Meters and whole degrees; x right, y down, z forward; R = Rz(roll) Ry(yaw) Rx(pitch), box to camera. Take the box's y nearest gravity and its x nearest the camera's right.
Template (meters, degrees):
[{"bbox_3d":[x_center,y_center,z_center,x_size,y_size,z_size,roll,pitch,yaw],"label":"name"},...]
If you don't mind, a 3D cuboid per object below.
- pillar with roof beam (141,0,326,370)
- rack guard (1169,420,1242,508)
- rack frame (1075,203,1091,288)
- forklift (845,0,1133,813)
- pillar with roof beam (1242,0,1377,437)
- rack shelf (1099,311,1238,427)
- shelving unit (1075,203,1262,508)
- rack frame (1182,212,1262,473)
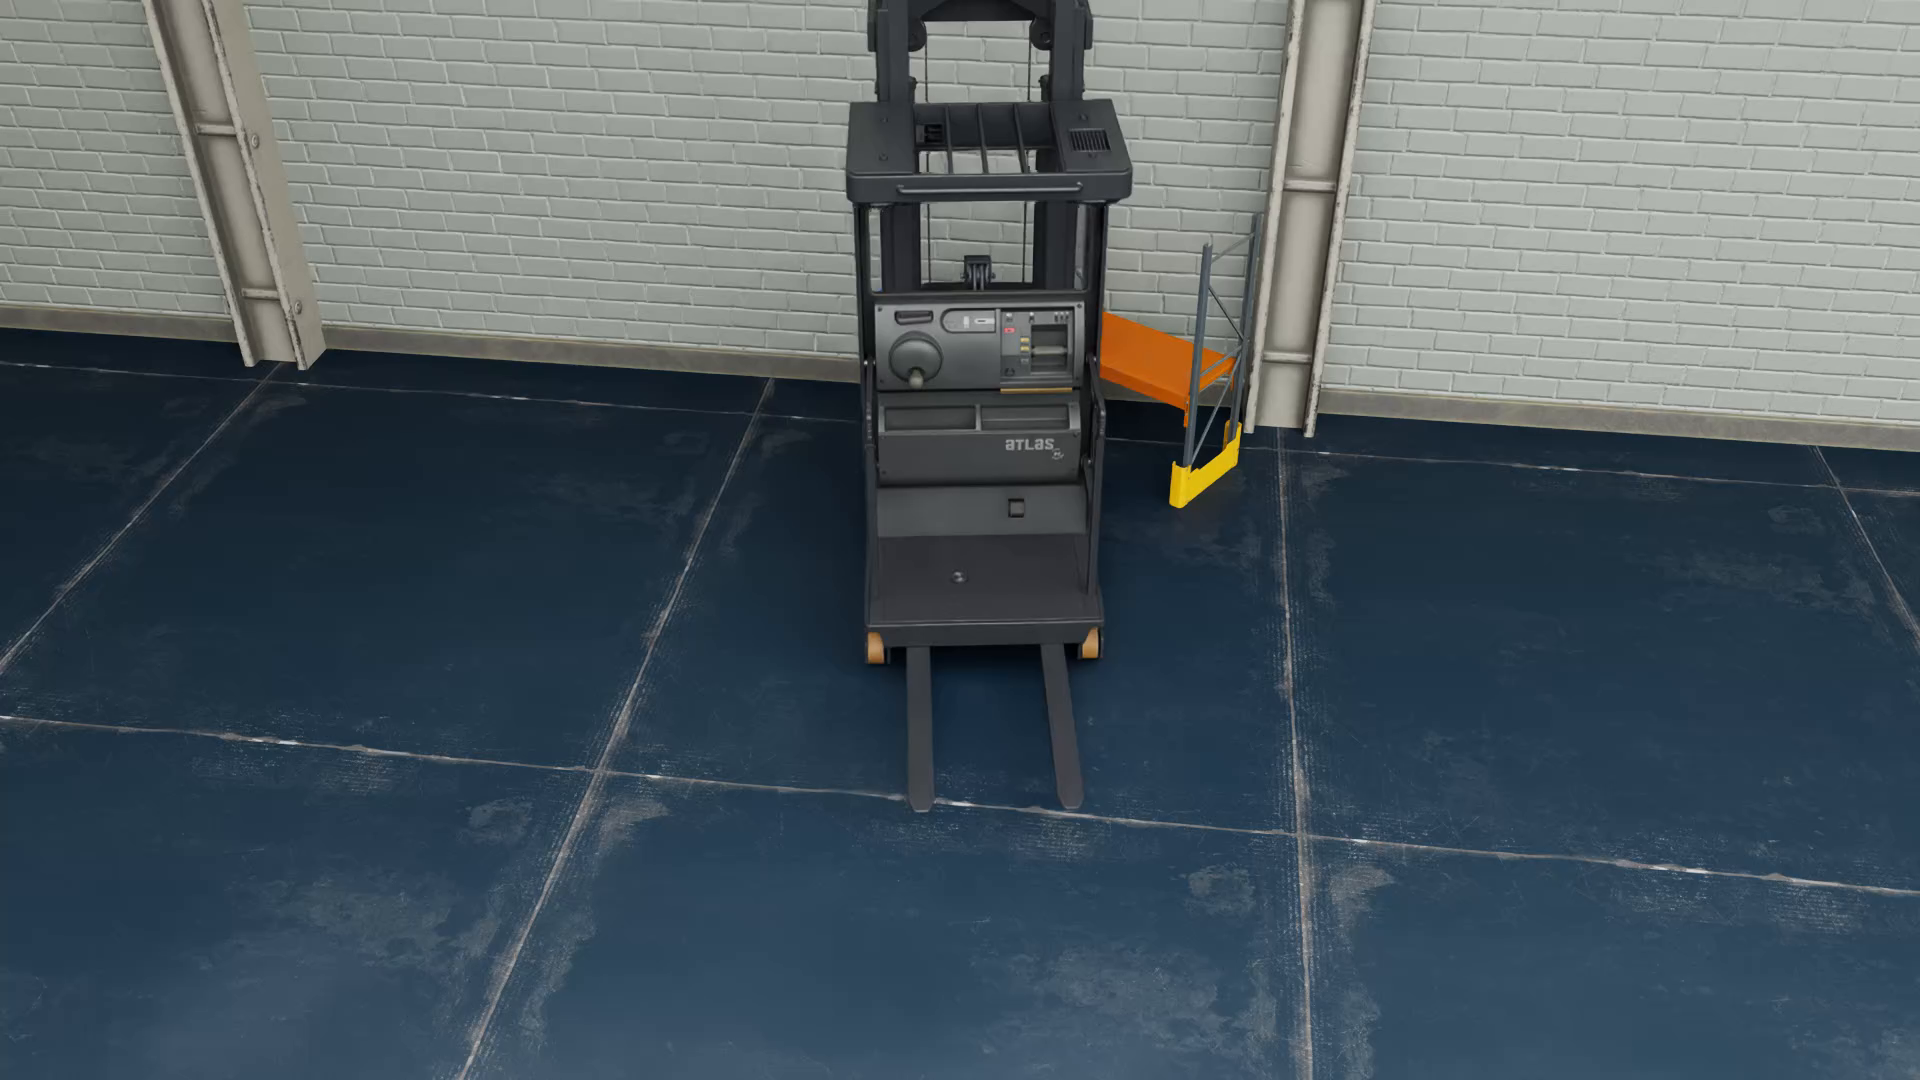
[{"bbox_3d":[-4.673,-2.312,4.100,0.400,9.000,9.100,4,36,6],"label":"pillar with roof beam"},{"bbox_3d":[1.325,-0.414,8.972,0.087,0.250,0.587,25,43,31],"label":"rack guard"},{"bbox_3d":[0.554,-1.290,9.123,0.032,1.500,0.500,25,43,31],"label":"rack frame"},{"bbox_3d":[0.097,-0.803,7.209,1.130,2.935,3.031,-1,36,-2],"label":"forklift"},{"bbox_3d":[1.279,-1.868,3.478,0.400,9.000,9.100,4,36,6],"label":"pillar with roof beam"},{"bbox_3d":[0.947,-0.956,8.965,1.000,0.185,0.538,25,43,31],"label":"rack shelf"},{"bbox_3d":[0.940,-1.106,8.866,1.083,1.500,0.587,25,43,31],"label":"shelving unit"},{"bbox_3d":[1.340,-0.915,8.599,0.032,1.500,0.500,25,43,31],"label":"rack frame"}]
